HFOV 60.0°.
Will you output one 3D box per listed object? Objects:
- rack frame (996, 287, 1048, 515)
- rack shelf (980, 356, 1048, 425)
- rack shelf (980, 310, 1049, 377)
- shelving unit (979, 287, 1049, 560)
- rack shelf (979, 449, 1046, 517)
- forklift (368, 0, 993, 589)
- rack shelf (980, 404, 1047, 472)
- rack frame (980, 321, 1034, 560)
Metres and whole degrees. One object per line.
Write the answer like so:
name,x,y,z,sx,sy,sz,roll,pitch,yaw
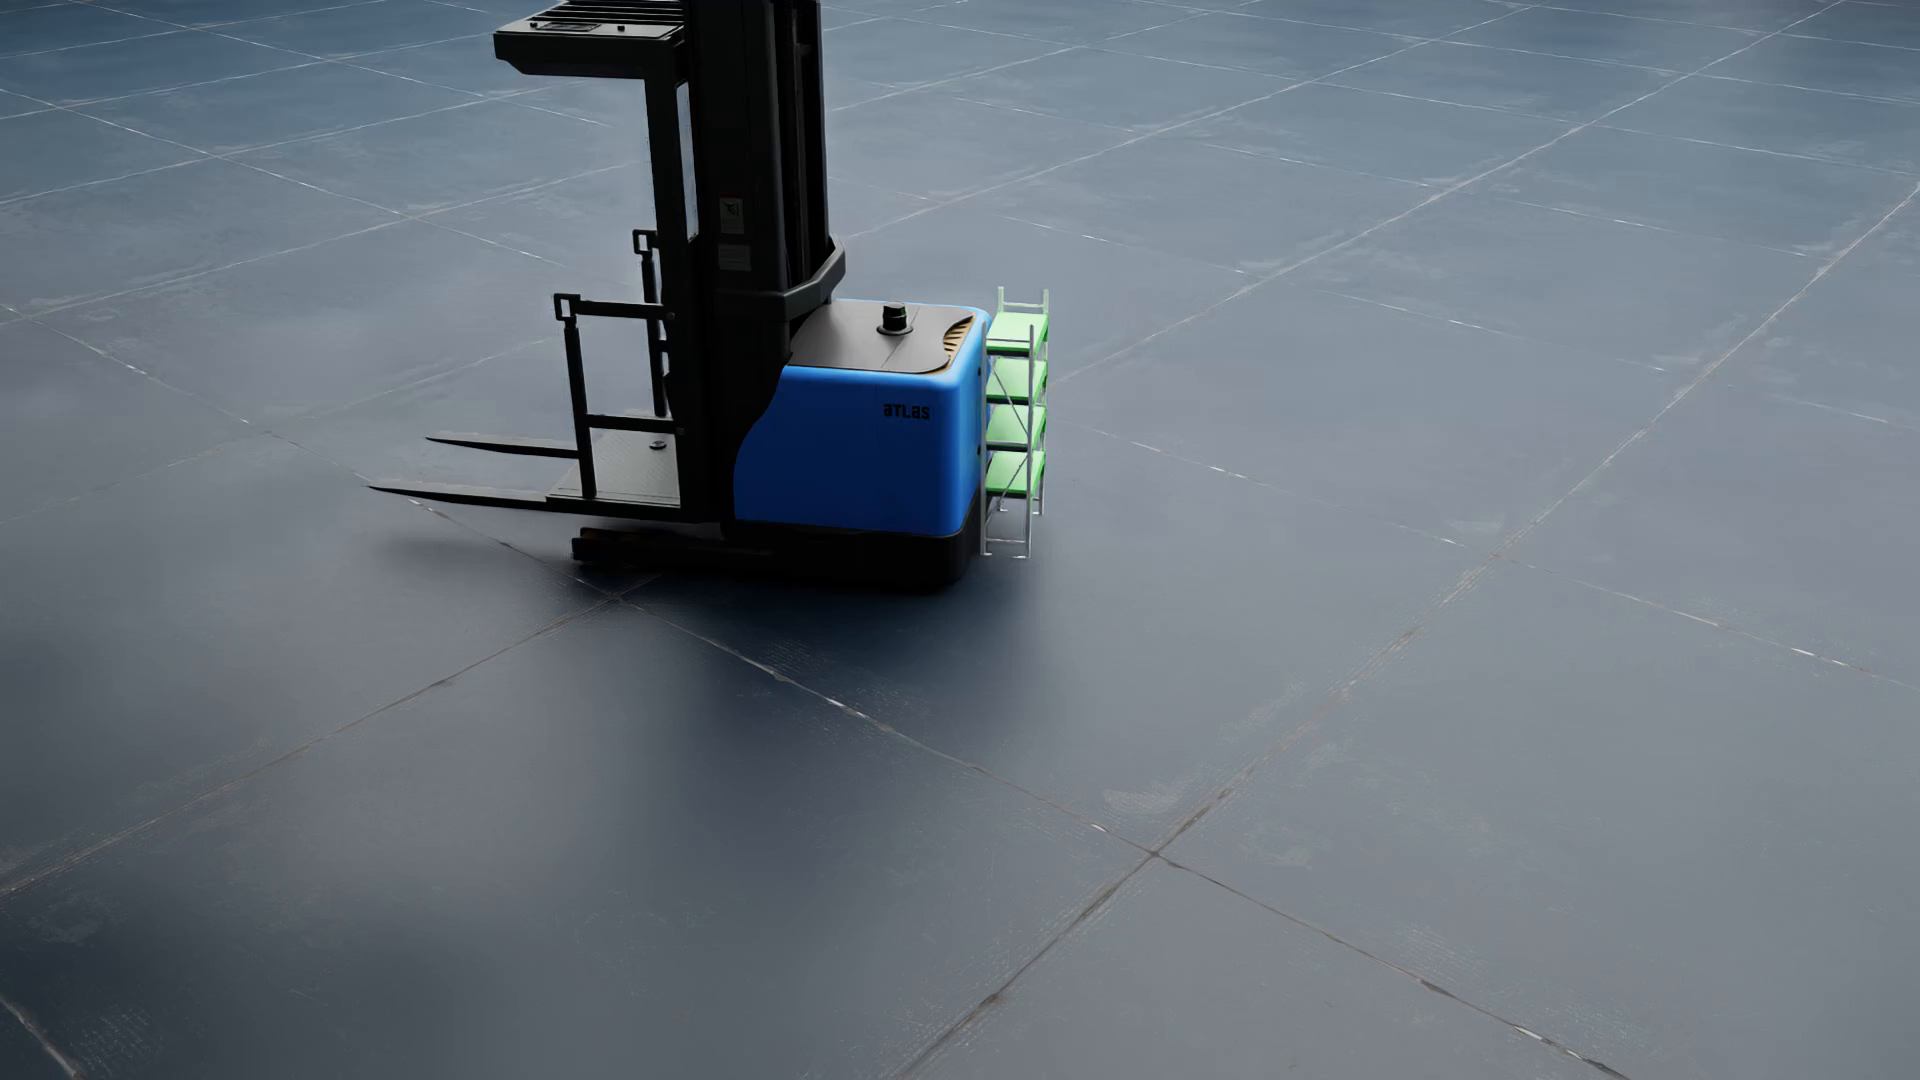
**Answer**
rack frame,0.304,-0.672,8.242,0.240,1.200,0.015,5,28,9
rack shelf,0.261,-0.718,7.948,0.258,0.148,0.480,5,28,9
rack shelf,0.261,-0.931,7.838,0.258,0.148,0.480,5,28,9
shelving unit,0.261,-0.561,8.029,0.258,1.200,0.503,5,28,9
rack shelf,0.262,-0.291,8.168,0.258,0.148,0.480,5,28,9
forklift,-1.401,-1.393,7.753,3.031,2.935,1.130,5,28,9
rack shelf,0.261,-0.505,8.058,0.258,0.148,0.480,5,28,9
rack frame,0.218,-0.451,7.815,0.240,1.200,0.015,5,28,9
